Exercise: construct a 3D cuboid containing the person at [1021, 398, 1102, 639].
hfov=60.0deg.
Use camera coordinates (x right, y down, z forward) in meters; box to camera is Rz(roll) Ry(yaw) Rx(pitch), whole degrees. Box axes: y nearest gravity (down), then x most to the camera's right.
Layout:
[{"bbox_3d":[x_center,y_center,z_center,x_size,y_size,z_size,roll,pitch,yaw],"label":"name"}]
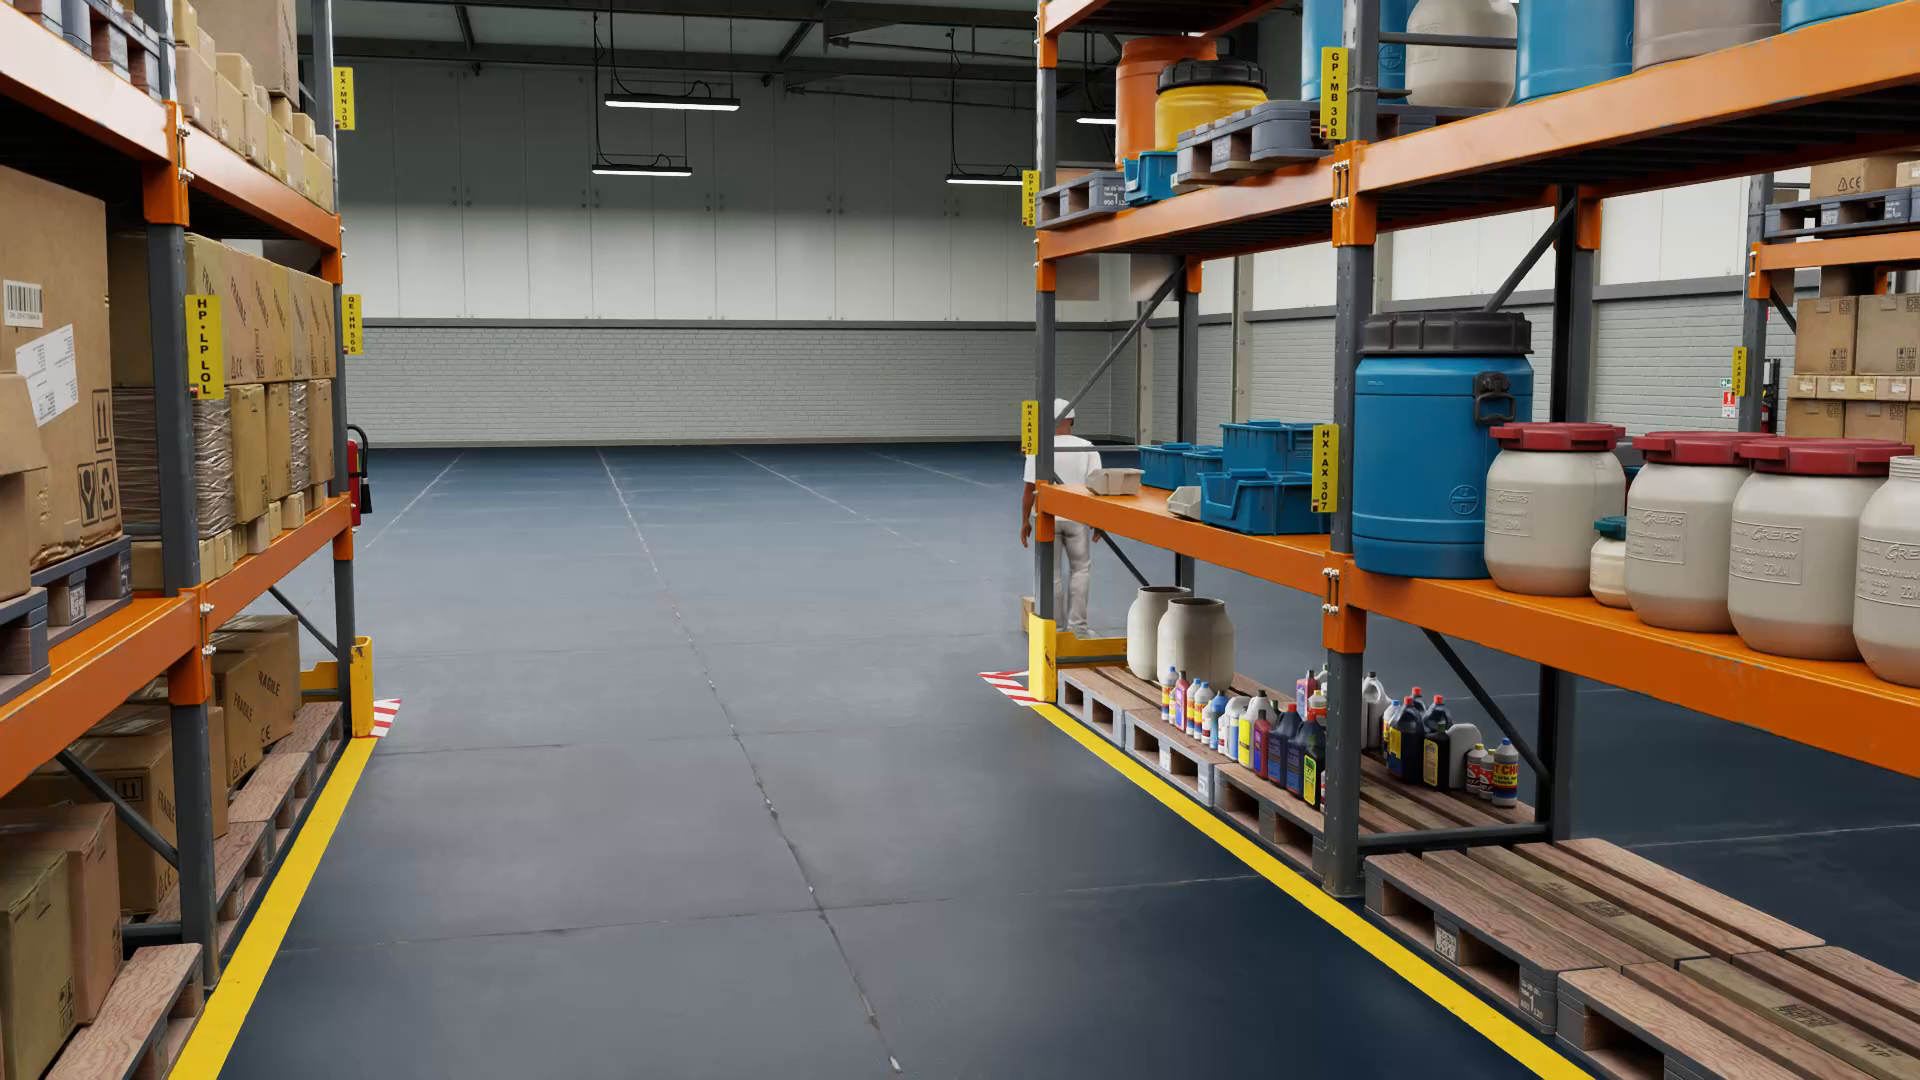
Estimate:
[{"bbox_3d":[0.740,-0.141,12.044,0.608,1.765,0.432,0,6,-3],"label":"person"}]
